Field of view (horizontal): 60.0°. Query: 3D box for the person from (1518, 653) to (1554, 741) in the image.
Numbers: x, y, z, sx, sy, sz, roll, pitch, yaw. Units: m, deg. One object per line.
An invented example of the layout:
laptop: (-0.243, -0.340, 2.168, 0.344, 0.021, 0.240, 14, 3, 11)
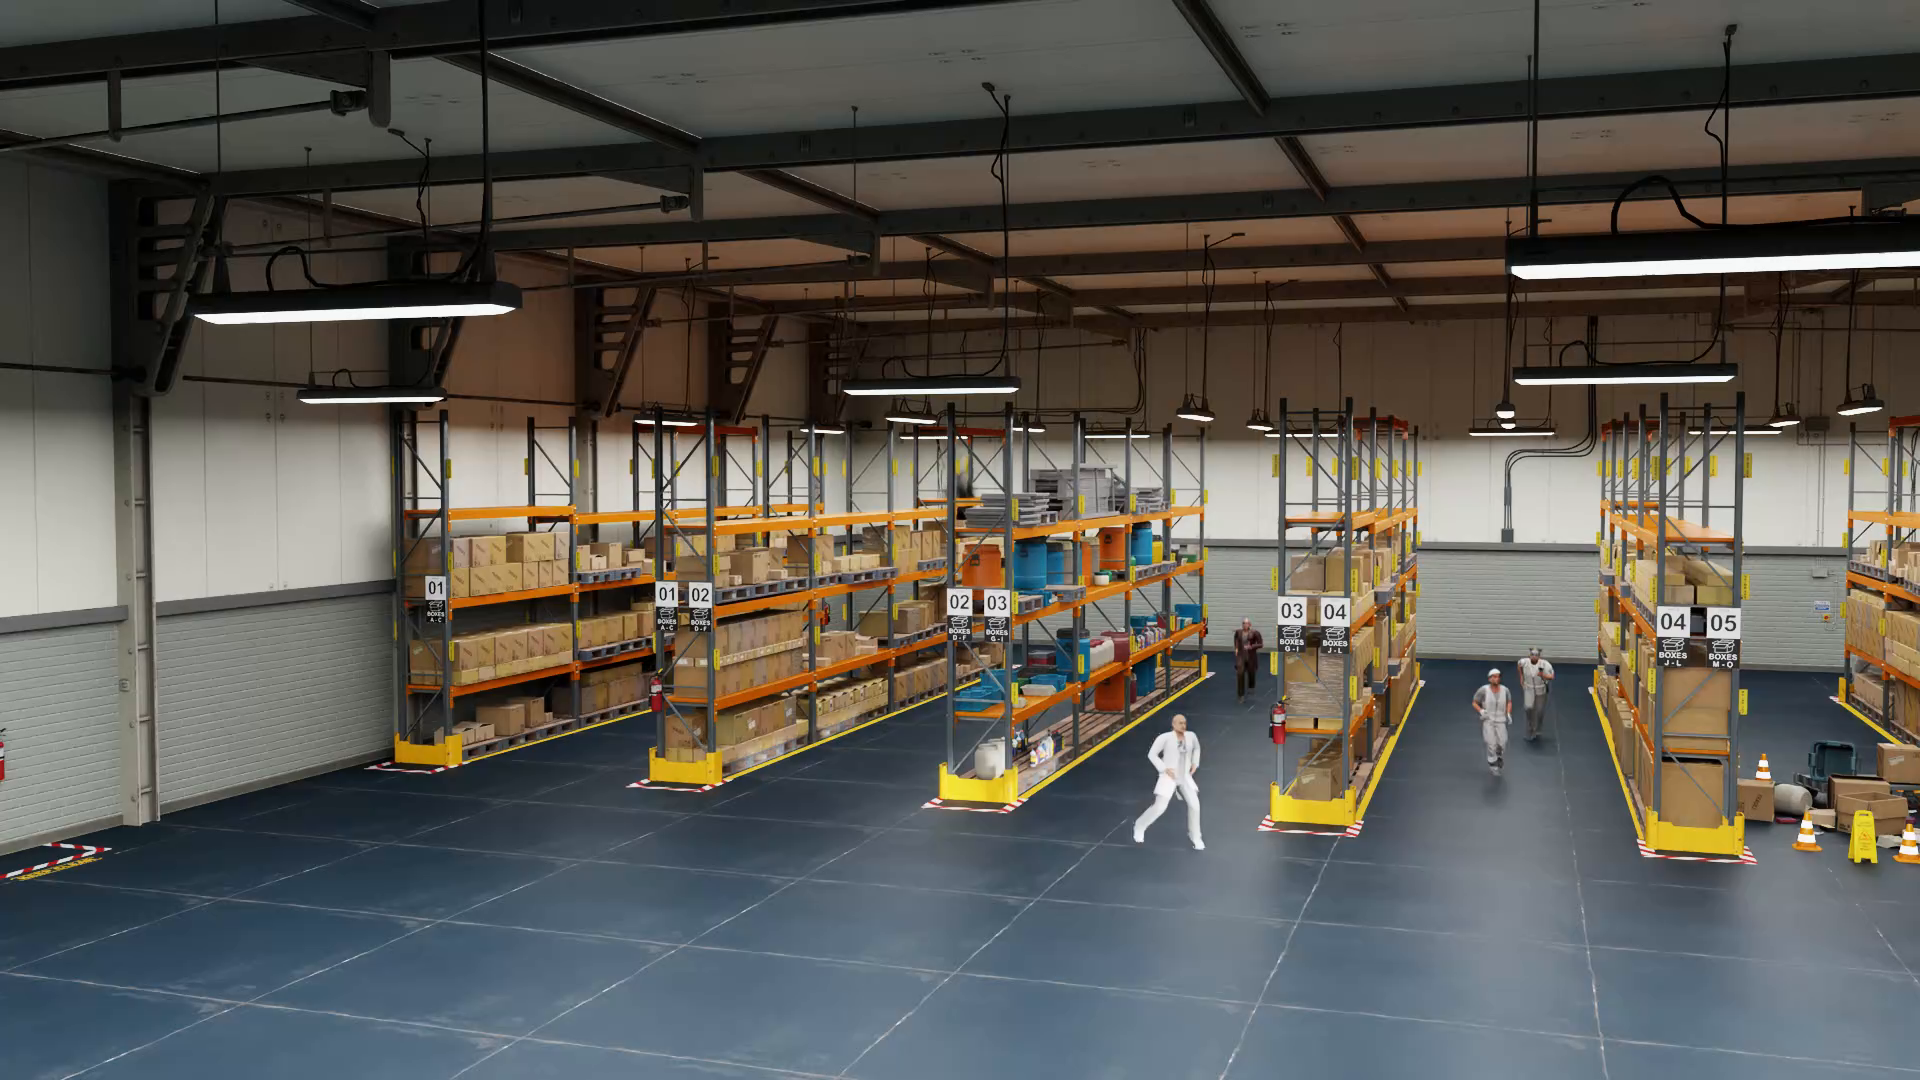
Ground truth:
person: (10.642, 2.850, 30.751, 0.648, 1.723, 0.953, 1, 3, 20)

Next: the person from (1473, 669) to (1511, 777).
person: (8.688, 2.970, 27.101, 0.621, 1.755, 0.634, 0, 2, 4)

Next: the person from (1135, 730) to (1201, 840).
person: (2.843, 3.225, 22.097, 0.871, 1.439, 0.717, -1, 3, -24)

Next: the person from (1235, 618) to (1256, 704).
person: (6.215, 2.600, 35.826, 0.621, 1.842, 1.107, 1, 3, 16)

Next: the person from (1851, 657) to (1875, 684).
person: (19.966, 2.603, 36.685, 0.821, 1.681, 0.624, 2, 3, 38)
